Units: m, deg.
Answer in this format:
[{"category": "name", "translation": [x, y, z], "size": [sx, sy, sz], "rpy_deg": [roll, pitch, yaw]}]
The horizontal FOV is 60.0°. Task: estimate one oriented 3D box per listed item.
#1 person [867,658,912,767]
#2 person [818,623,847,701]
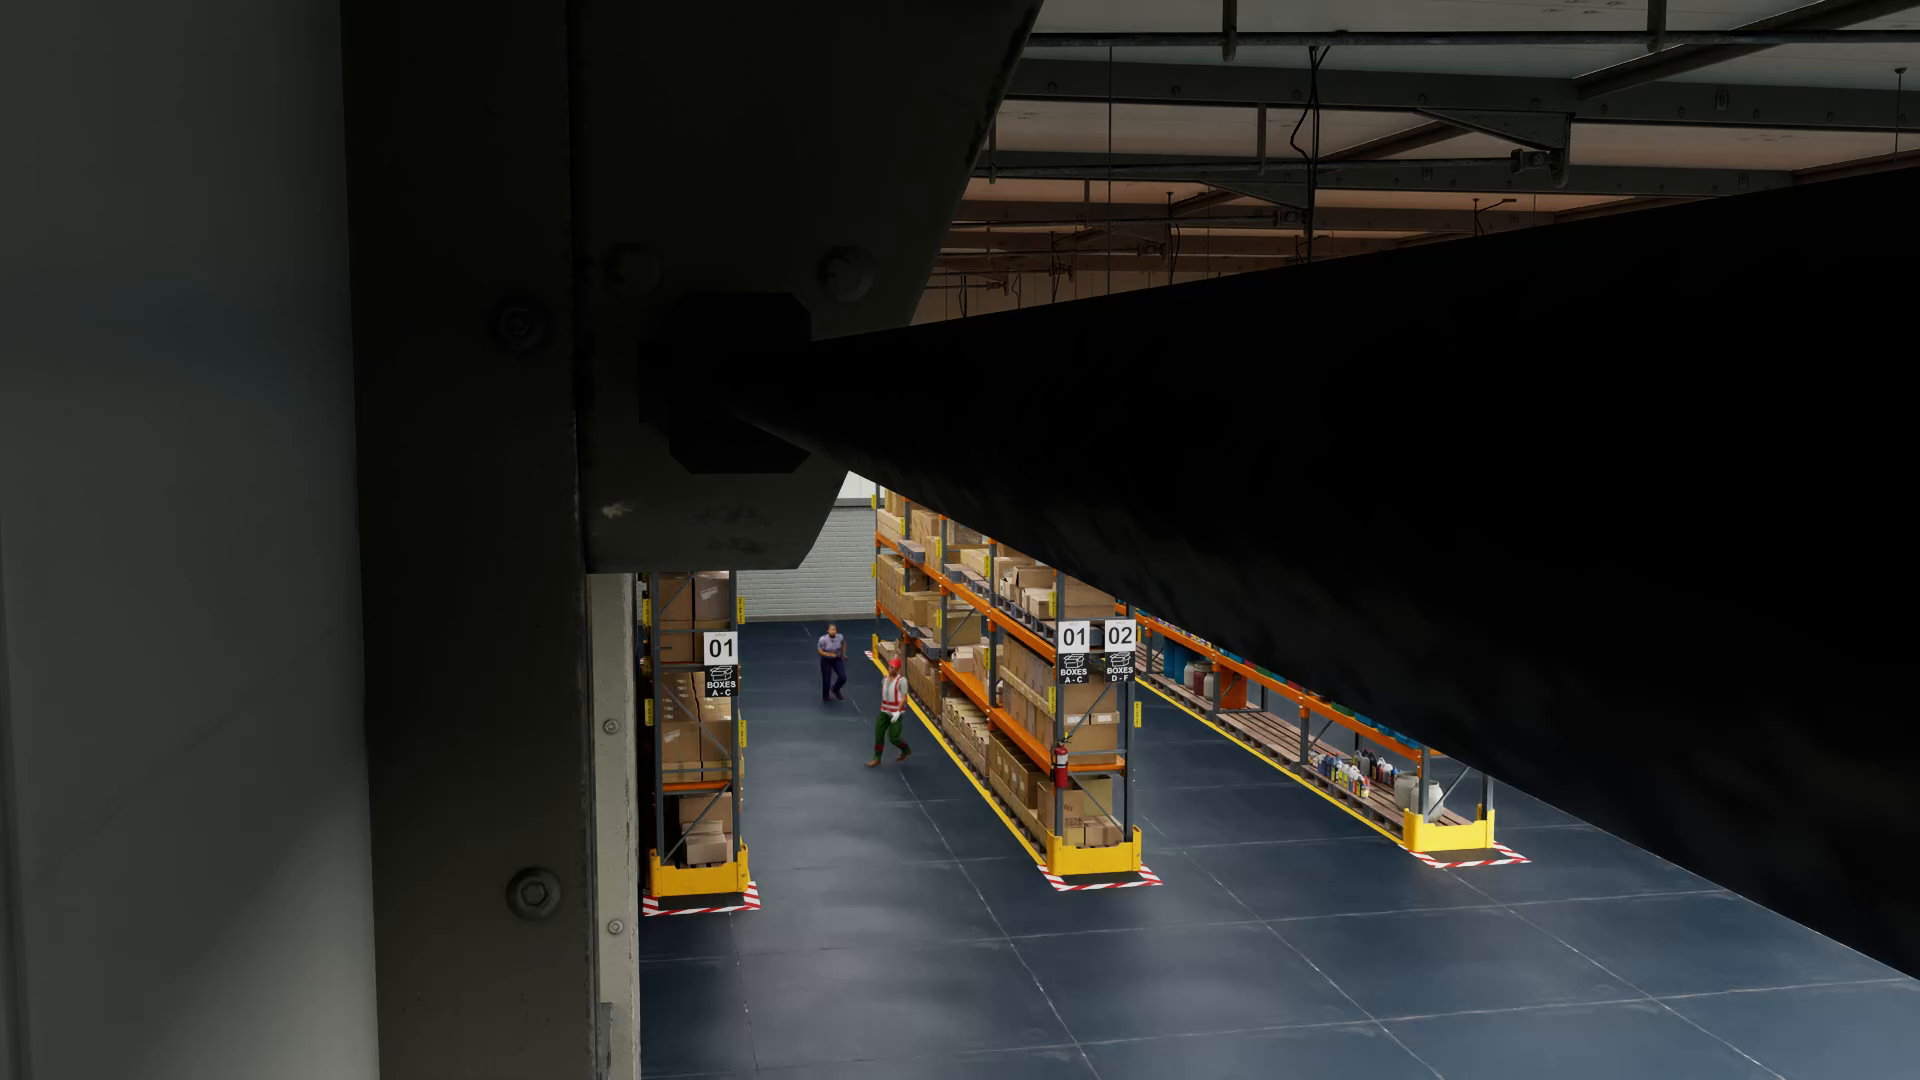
[{"category": "person", "translation": [-1.107, 2.741, 26.469], "size": [0.664, 1.767, 0.517], "rpy_deg": [3, 7, 29]}, {"category": "person", "translation": [-2.417, 2.328, 31.557], "size": [0.609, 1.542, 0.829], "rpy_deg": [-2, 6, -19]}]
